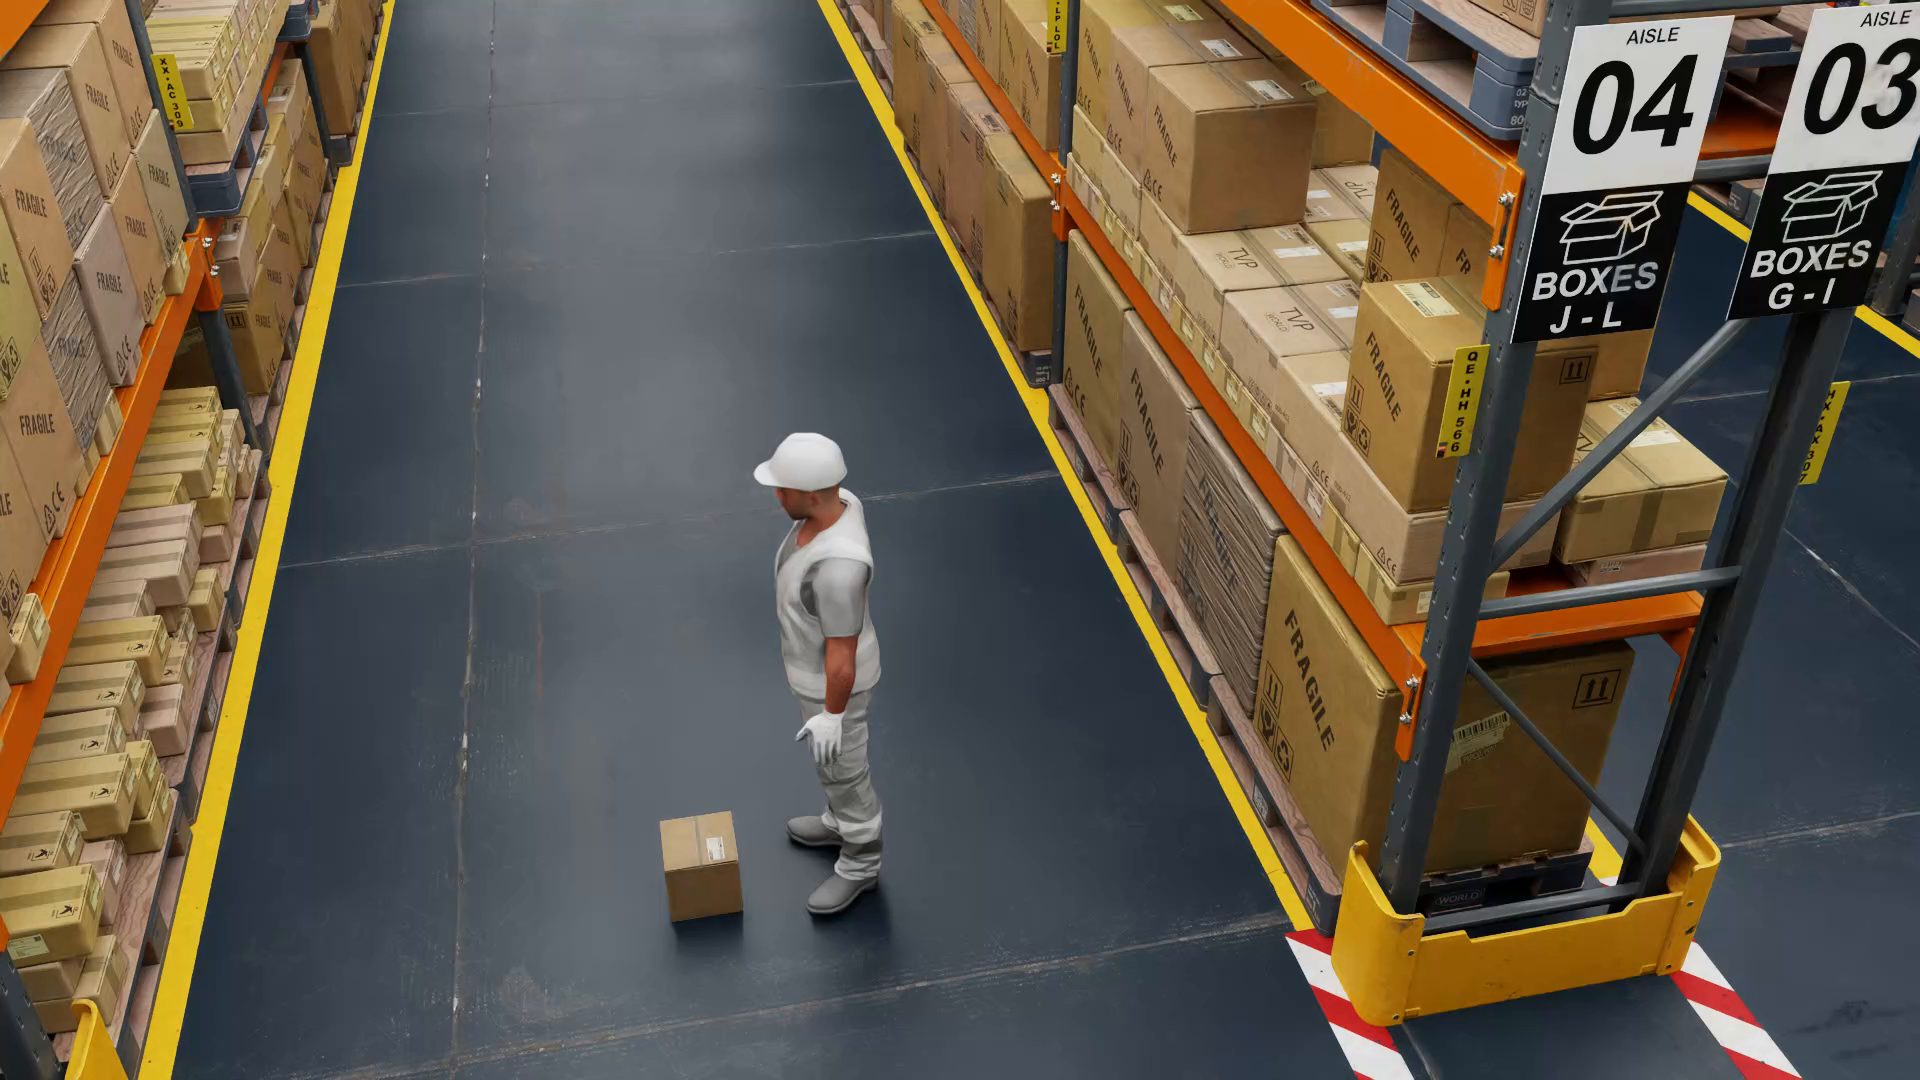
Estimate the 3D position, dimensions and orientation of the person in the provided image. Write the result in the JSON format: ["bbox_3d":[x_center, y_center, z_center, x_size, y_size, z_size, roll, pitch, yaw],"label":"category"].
[{"bbox_3d":[-0.438,0.443,5.436,0.356,1.788,0.579,-6,35,-9],"label":"person"}]
